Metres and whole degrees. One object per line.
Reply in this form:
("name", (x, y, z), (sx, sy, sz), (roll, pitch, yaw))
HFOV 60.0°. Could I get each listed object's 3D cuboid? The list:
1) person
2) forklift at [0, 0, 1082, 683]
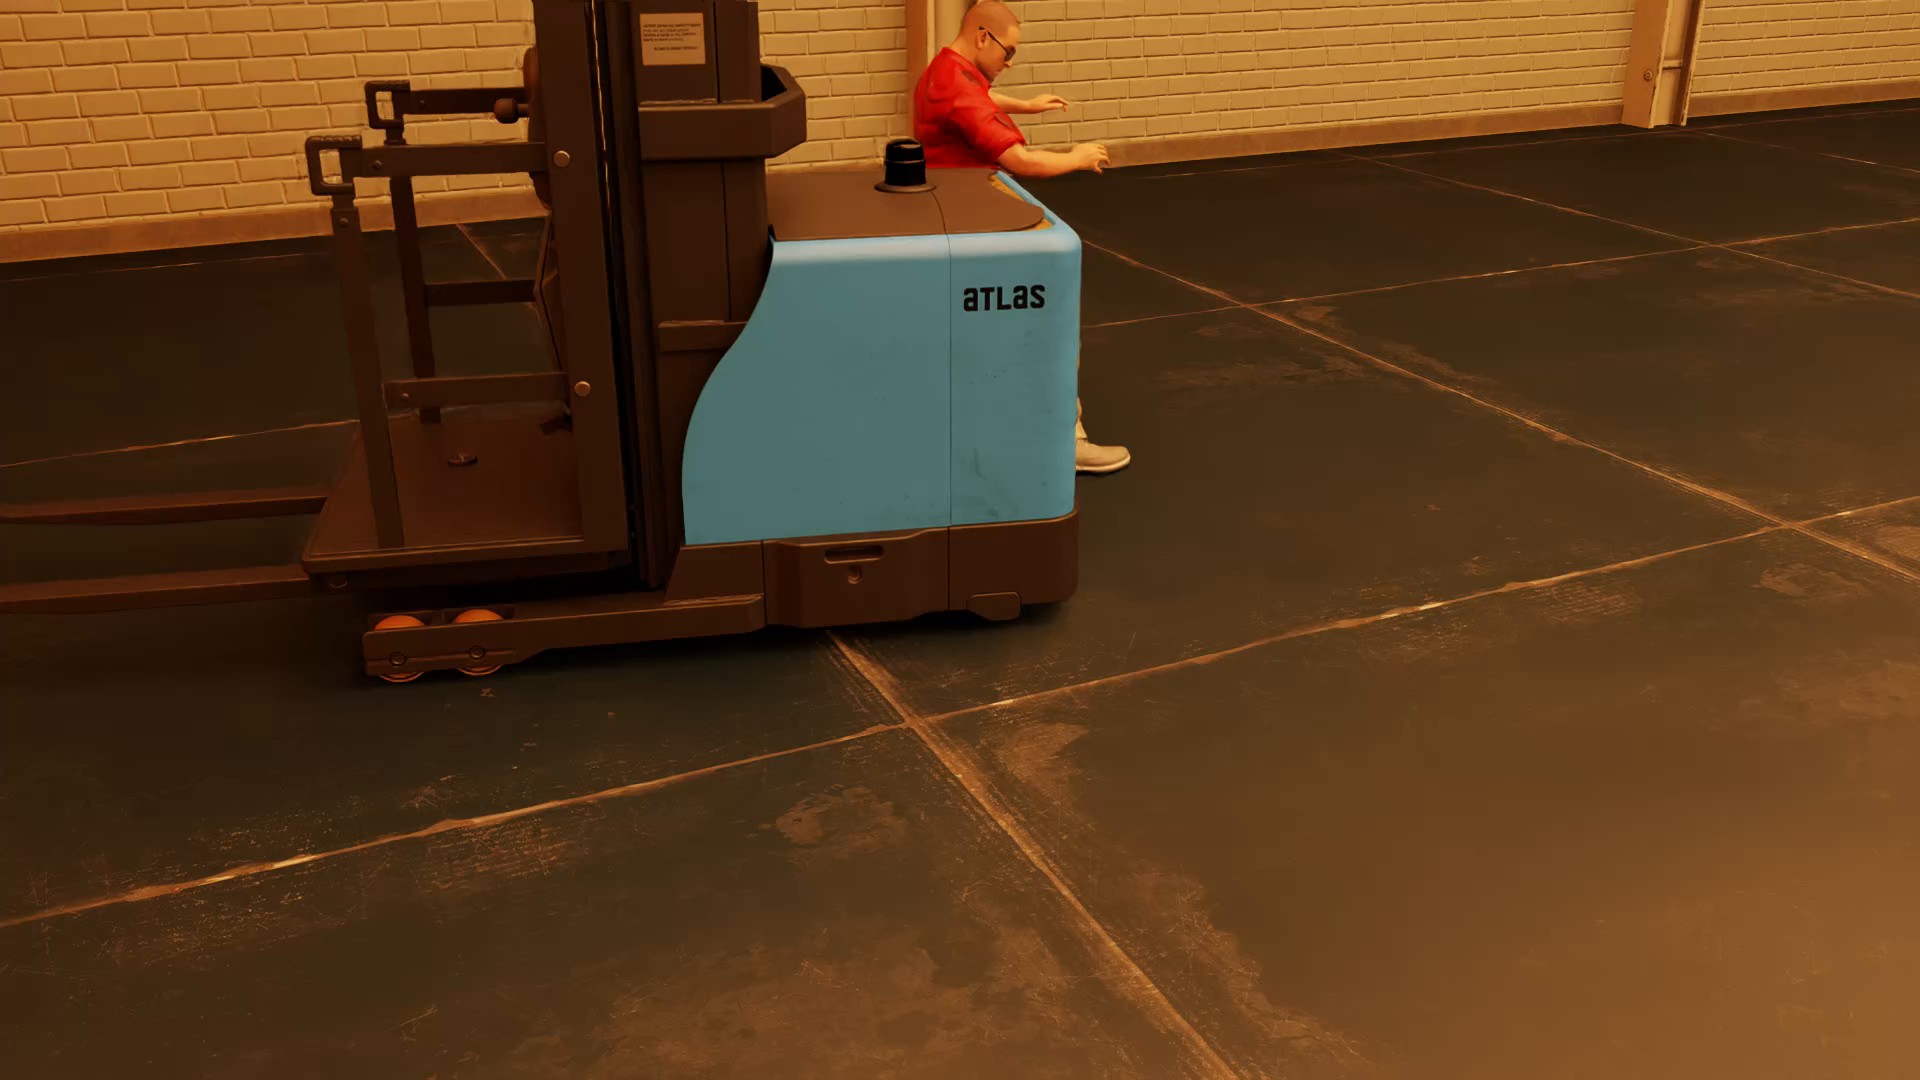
("person", (0.156, -1.125, 5.865), (0.672, 1.488, 1.214), (-4, 23, -10))
("forklift", (-1.245, -1.211, 4.202), (3.031, 2.935, 1.130), (-4, 23, -10))
